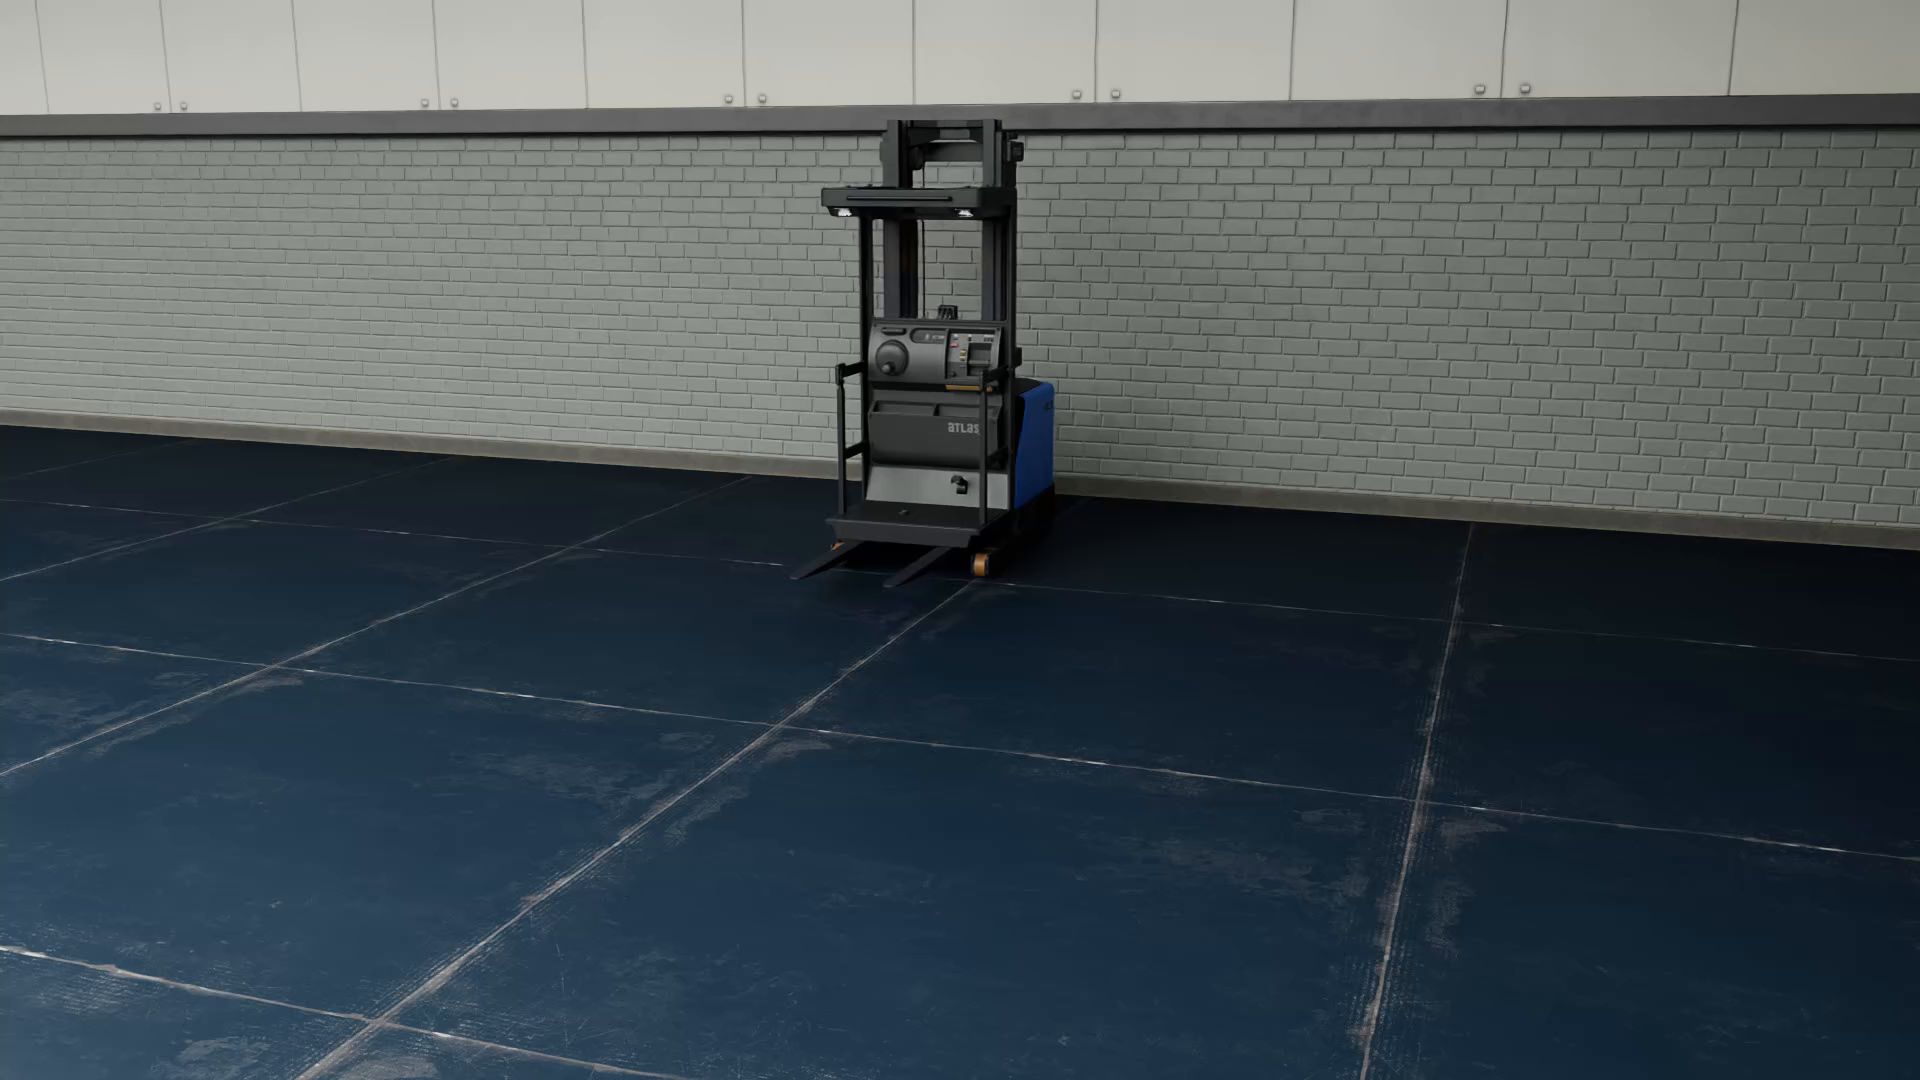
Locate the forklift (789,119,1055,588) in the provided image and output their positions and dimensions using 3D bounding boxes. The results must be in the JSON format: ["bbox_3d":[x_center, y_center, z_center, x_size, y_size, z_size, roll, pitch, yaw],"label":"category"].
[{"bbox_3d":[-0.235,-1.280,11.009,1.130,2.935,3.031,4,14,18],"label":"forklift"}]
